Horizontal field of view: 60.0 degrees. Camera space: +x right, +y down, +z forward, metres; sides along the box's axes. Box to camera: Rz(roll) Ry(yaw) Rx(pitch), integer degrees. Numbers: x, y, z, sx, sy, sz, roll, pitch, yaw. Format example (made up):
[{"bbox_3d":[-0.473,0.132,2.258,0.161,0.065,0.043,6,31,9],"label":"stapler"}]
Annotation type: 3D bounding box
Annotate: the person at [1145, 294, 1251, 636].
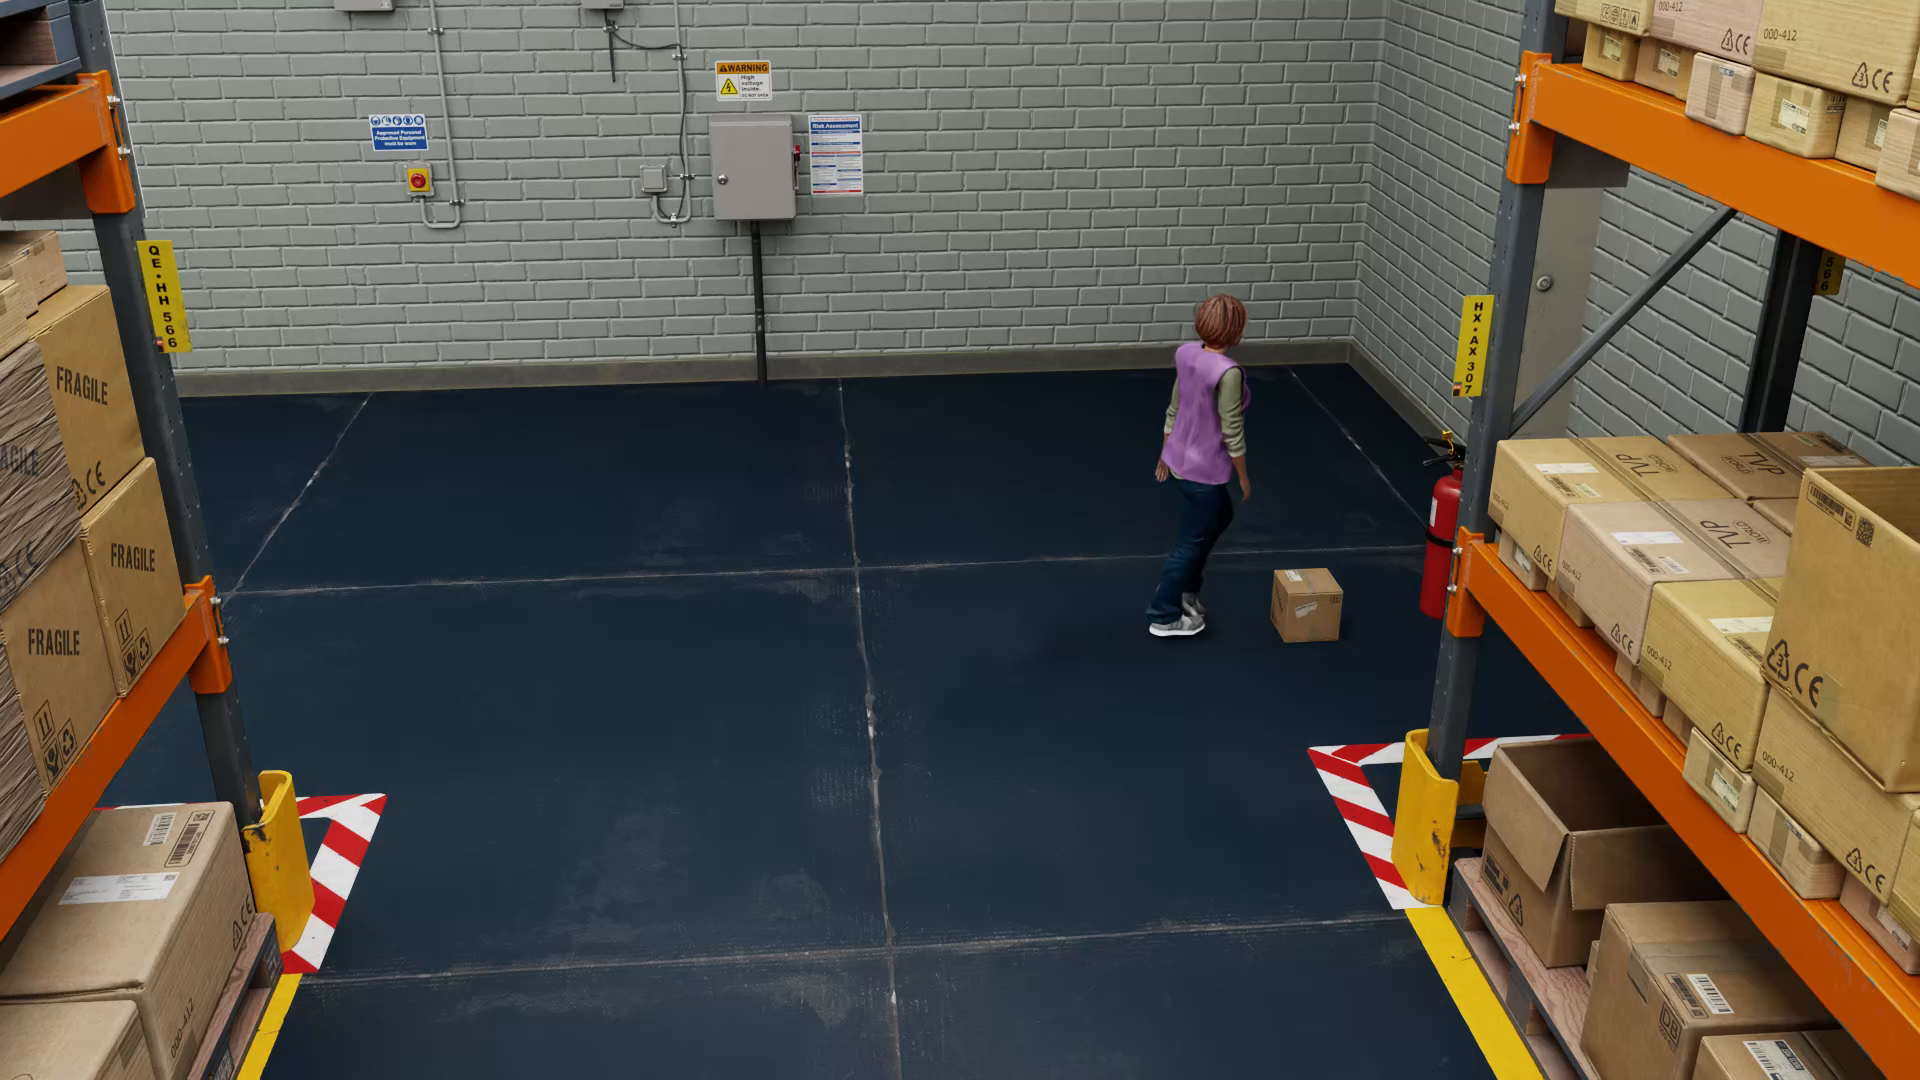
[{"bbox_3d":[1.066,-0.289,7.247,0.455,1.616,0.461,-9,25,-19],"label":"person"}]
